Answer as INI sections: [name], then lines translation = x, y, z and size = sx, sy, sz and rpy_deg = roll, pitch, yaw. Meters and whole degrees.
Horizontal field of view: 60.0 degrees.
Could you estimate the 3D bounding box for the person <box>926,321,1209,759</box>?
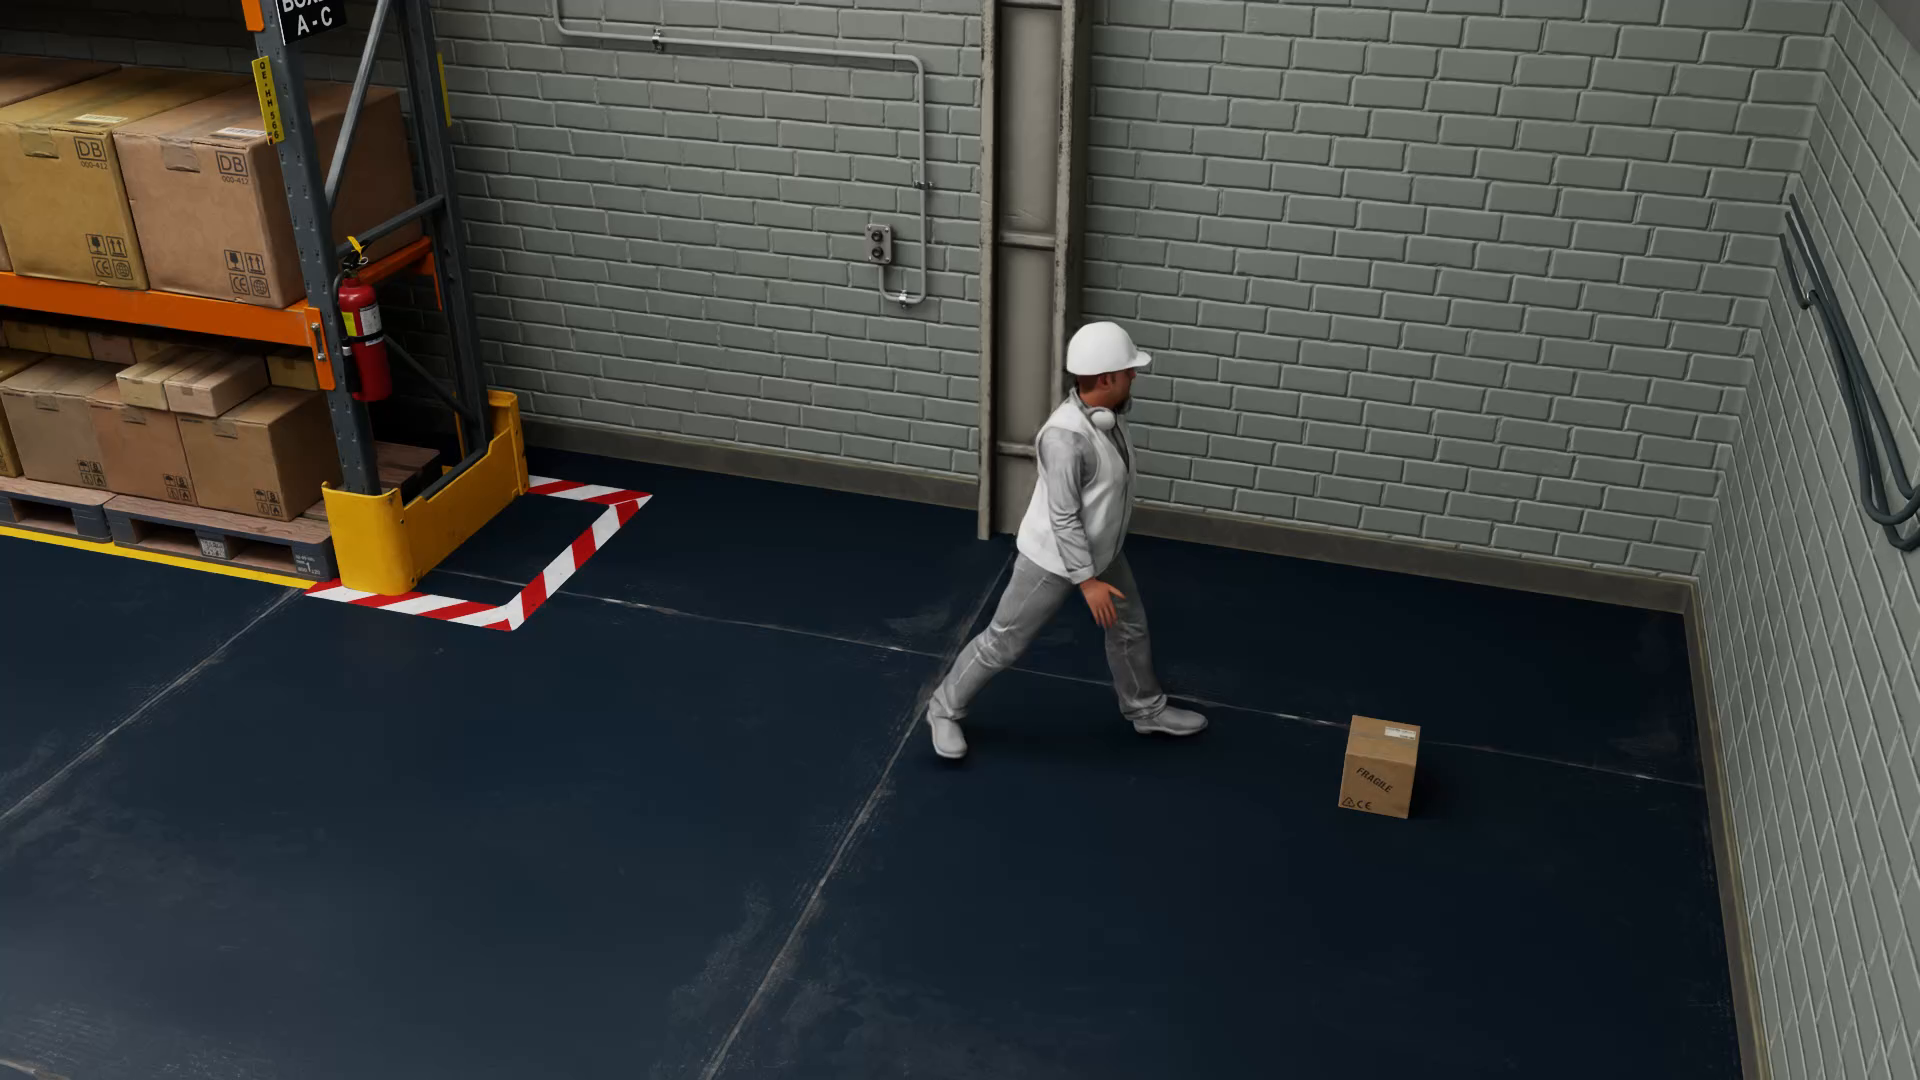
[person]
translation = 0.389, 0.044, 6.053
size = 0.980, 1.727, 0.714
rpy_deg = 15, 32, 24
